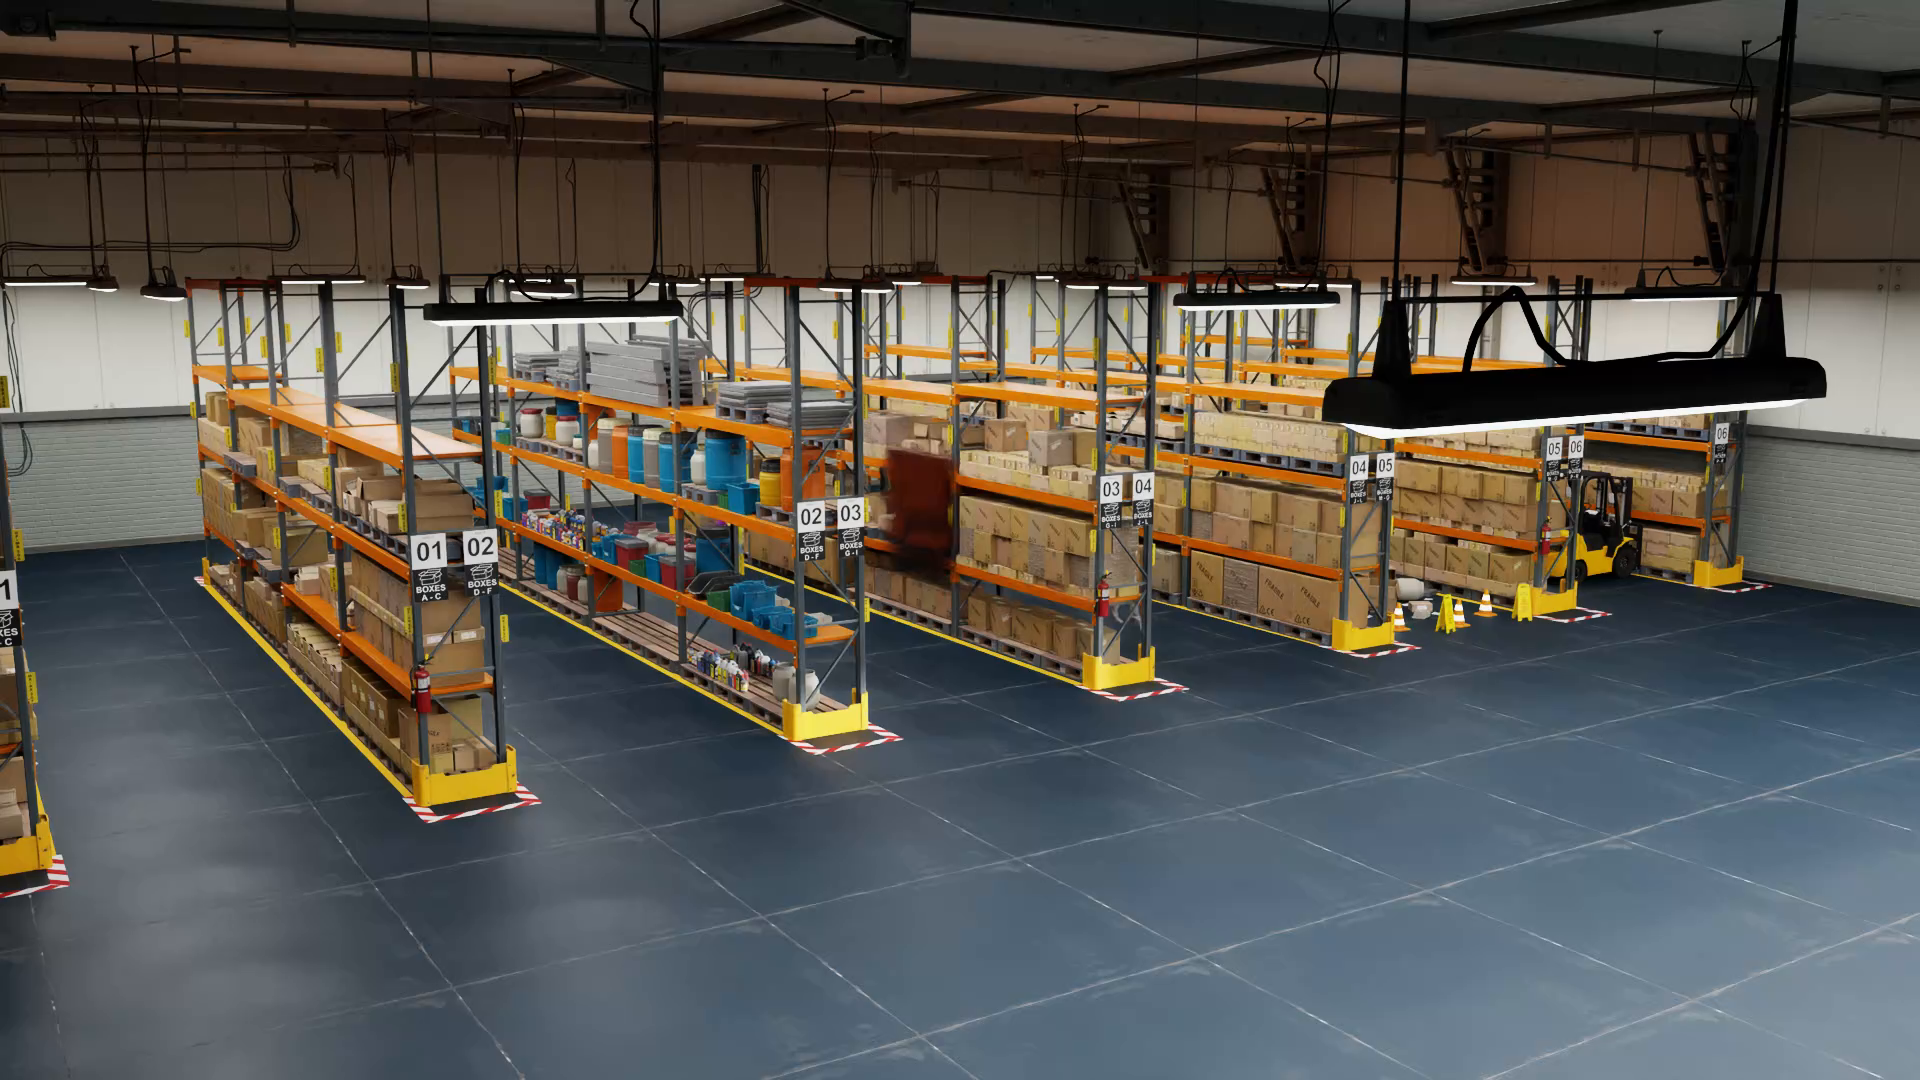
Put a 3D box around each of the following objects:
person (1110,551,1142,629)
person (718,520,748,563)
[{"bbox_3d":[2.746,0.562,27.526,0.600,1.737,0.874,-3,10,-17],"label":"person"},{"bbox_3d":[-4.453,0.063,32.642,0.712,1.661,0.715,-4,10,-22],"label":"person"}]
